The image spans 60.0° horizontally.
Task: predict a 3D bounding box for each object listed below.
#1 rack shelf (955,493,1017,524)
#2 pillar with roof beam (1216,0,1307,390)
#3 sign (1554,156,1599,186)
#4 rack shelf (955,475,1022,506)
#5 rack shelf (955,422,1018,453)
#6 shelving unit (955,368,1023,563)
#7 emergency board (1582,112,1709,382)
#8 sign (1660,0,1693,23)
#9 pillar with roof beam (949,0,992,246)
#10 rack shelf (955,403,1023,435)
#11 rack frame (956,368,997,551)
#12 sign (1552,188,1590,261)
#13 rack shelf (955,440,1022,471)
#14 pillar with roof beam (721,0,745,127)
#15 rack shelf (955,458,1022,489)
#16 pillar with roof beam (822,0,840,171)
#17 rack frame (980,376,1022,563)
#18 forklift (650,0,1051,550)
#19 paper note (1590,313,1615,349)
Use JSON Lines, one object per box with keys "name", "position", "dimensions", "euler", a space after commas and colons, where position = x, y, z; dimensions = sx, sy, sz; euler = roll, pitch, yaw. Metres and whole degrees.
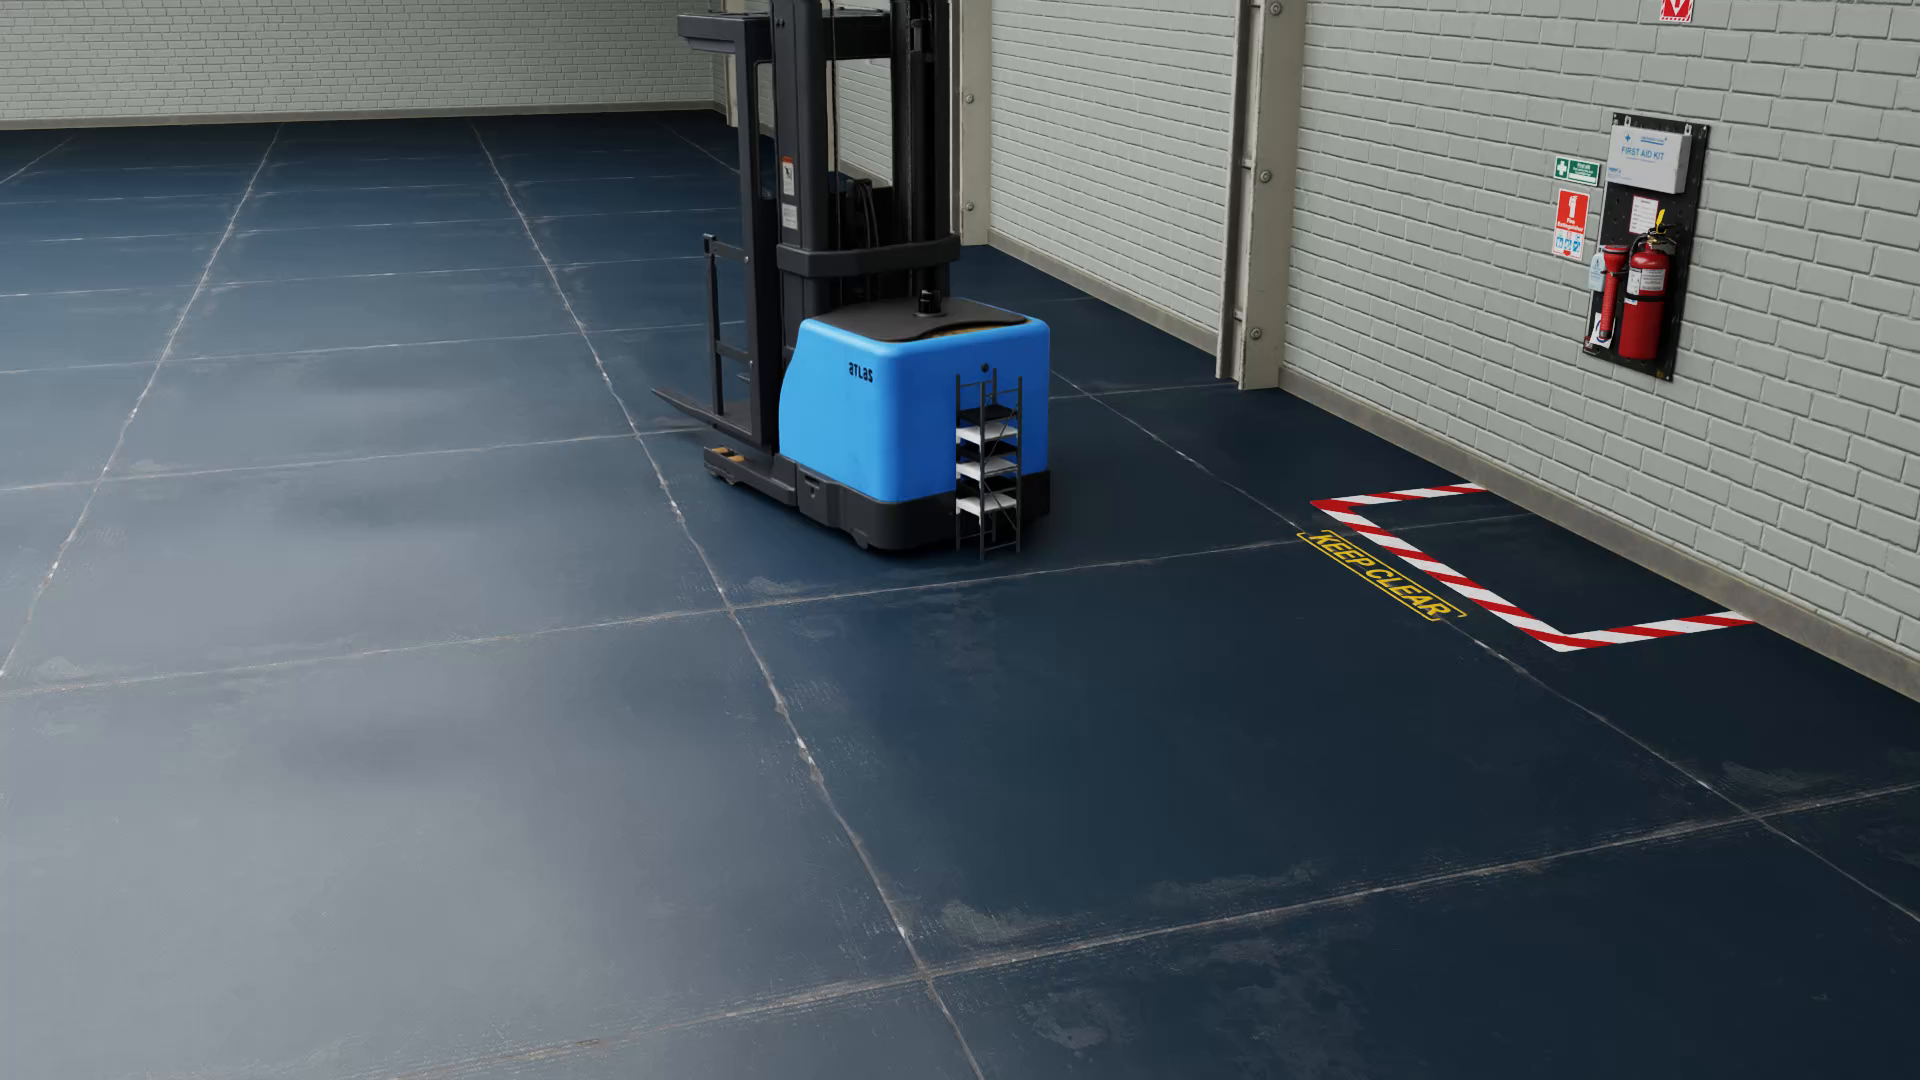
{"name": "rack shelf", "position": [0.139, -0.162, 8.168], "dimensions": [0.258, 0.077, 0.200], "euler": [-13, 24, -33]}
{"name": "pillar with roof beam", "position": [-2.099, -4.870, 8.664], "dimensions": [9.100, 9.000, 0.400], "euler": [-6, 21, -17]}
{"name": "sign", "position": [3.051, -1.828, 8.232], "dimensions": [0.001, 0.109, 0.331], "euler": [-6, 21, -17]}
{"name": "rack shelf", "position": [0.139, -0.247, 8.138], "dimensions": [0.258, 0.077, 0.200], "euler": [-13, 24, -33]}
{"name": "rack shelf", "position": [0.139, -0.501, 8.047], "dimensions": [0.258, 0.077, 0.200], "euler": [-13, 24, -33]}
{"name": "shelving unit", "position": [0.139, -0.363, 8.096], "dimensions": [0.258, 0.900, 0.210], "euler": [-13, 24, -33]}
{"name": "emergency board", "position": [3.133, -1.376, 7.810], "dimensions": [0.194, 1.169, 0.643], "euler": [-6, 21, -17]}
{"name": "sign", "position": [3.225, -2.480, 7.455], "dimensions": [0.001, 0.298, 0.199], "euler": [-6, 21, -17]}
{"name": "pillar with roof beam", "position": [-3.985, -6.796, 14.024], "dimensions": [9.100, 9.000, 0.400], "euler": [-6, 21, -17]}
{"name": "rack shelf", "position": [0.139, -0.586, 8.016], "dimensions": [0.258, 0.077, 0.200], "euler": [-13, 24, -33]}
{"name": "rack frame", "position": [0.081, -0.391, 8.175], "dimensions": [0.240, 0.900, 0.006], "euler": [-13, 24, -33]}
{"name": "sign", "position": [3.058, -1.581, 8.328], "dimensions": [0.001, 0.329, 0.234], "euler": [-6, 21, -17]}
{"name": "rack shelf", "position": [0.139, -0.417, 8.077], "dimensions": [0.258, 0.077, 0.200], "euler": [-13, 24, -33]}
{"name": "pillar with roof beam", "position": [-7.756, -10.647, 24.746], "dimensions": [9.100, 9.000, 0.400], "euler": [-6, 21, -17]}
{"name": "rack shelf", "position": [0.139, -0.332, 8.108], "dimensions": [0.258, 0.077, 0.200], "euler": [-13, 24, -33]}
{"name": "pillar with roof beam", "position": [-5.870, -8.721, 19.385], "dimensions": [9.100, 9.000, 0.400], "euler": [-6, 21, -17]}
{"name": "rack frame", "position": [0.198, -0.335, 8.018], "dimensions": [0.240, 0.900, 0.006], "euler": [-13, 24, -33]}
{"name": "forklift", "position": [-0.794, -1.768, 9.003], "dimensions": [1.130, 2.935, 3.031], "euler": [-13, 24, -33]}
{"name": "paper note", "position": [3.143, -1.026, 8.137], "dimensions": [0.016, 0.148, 0.142], "euler": [-6, 21, -17]}
